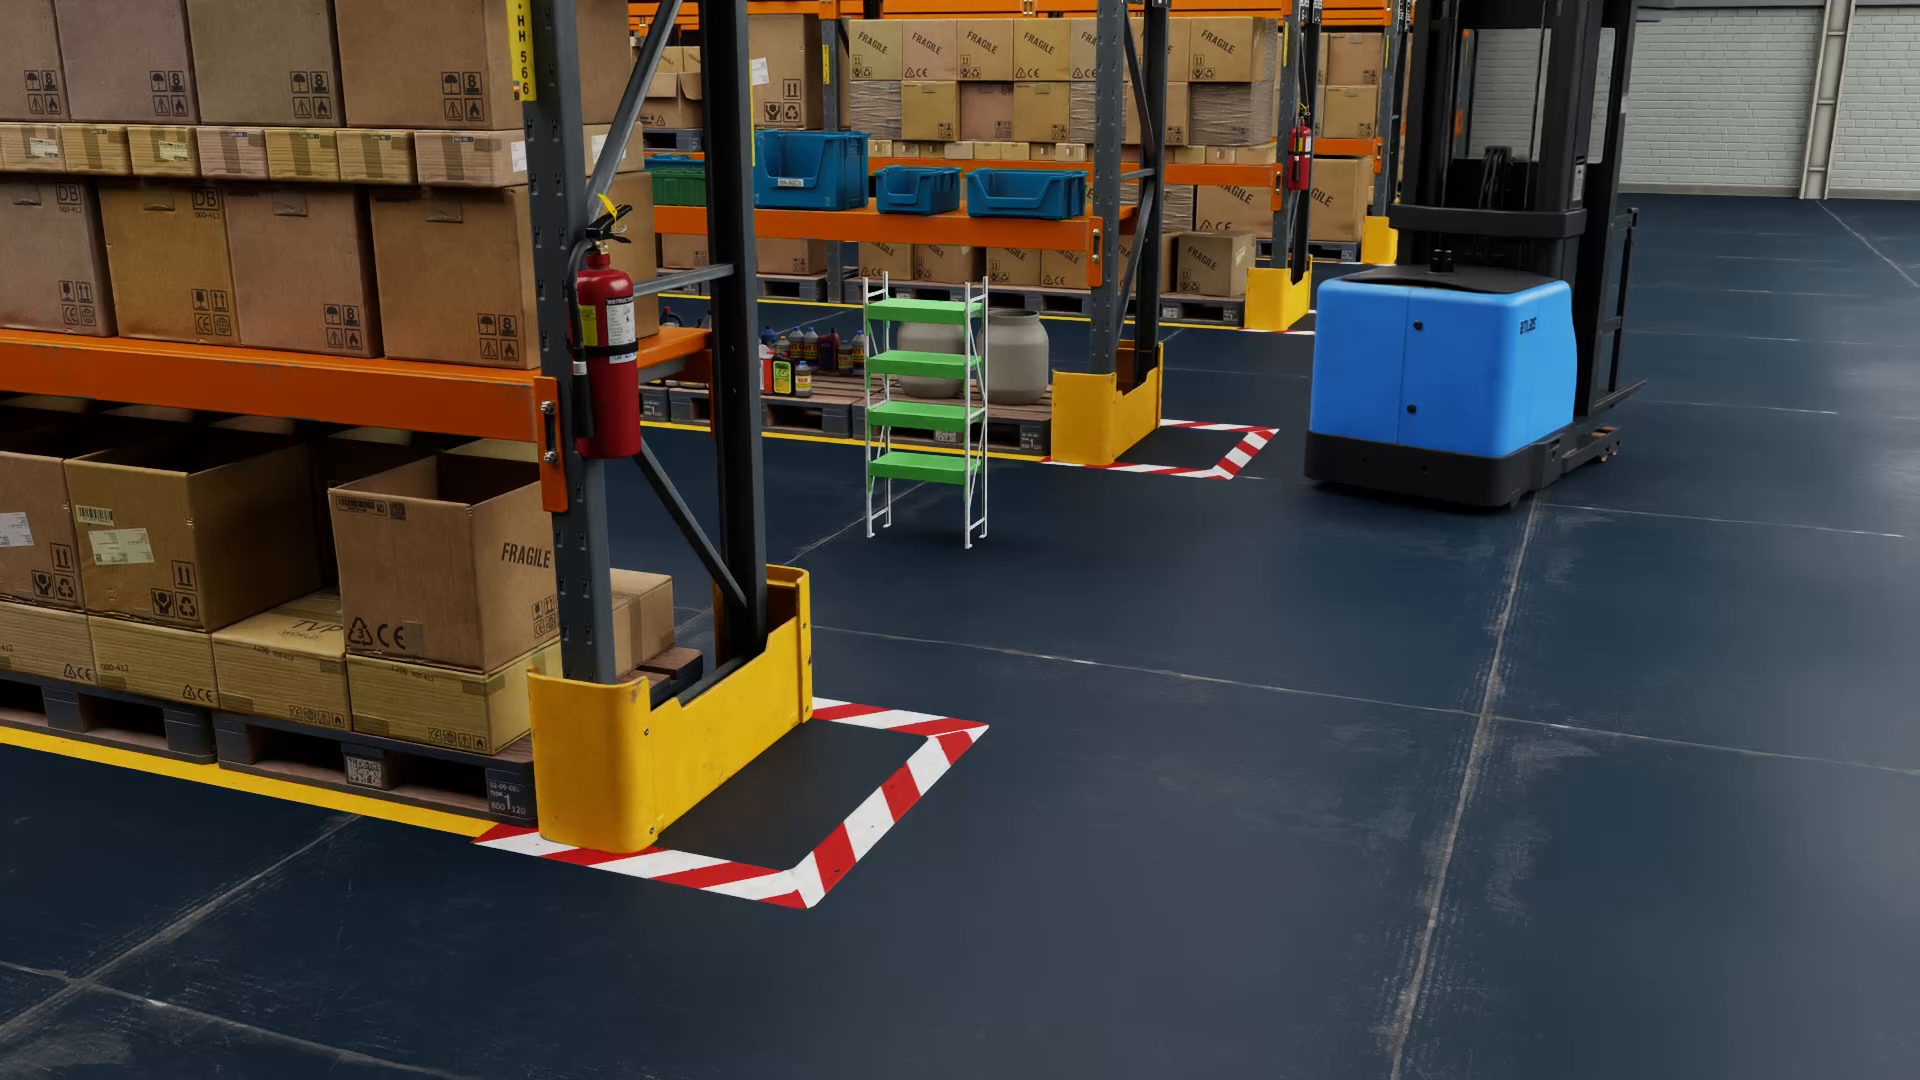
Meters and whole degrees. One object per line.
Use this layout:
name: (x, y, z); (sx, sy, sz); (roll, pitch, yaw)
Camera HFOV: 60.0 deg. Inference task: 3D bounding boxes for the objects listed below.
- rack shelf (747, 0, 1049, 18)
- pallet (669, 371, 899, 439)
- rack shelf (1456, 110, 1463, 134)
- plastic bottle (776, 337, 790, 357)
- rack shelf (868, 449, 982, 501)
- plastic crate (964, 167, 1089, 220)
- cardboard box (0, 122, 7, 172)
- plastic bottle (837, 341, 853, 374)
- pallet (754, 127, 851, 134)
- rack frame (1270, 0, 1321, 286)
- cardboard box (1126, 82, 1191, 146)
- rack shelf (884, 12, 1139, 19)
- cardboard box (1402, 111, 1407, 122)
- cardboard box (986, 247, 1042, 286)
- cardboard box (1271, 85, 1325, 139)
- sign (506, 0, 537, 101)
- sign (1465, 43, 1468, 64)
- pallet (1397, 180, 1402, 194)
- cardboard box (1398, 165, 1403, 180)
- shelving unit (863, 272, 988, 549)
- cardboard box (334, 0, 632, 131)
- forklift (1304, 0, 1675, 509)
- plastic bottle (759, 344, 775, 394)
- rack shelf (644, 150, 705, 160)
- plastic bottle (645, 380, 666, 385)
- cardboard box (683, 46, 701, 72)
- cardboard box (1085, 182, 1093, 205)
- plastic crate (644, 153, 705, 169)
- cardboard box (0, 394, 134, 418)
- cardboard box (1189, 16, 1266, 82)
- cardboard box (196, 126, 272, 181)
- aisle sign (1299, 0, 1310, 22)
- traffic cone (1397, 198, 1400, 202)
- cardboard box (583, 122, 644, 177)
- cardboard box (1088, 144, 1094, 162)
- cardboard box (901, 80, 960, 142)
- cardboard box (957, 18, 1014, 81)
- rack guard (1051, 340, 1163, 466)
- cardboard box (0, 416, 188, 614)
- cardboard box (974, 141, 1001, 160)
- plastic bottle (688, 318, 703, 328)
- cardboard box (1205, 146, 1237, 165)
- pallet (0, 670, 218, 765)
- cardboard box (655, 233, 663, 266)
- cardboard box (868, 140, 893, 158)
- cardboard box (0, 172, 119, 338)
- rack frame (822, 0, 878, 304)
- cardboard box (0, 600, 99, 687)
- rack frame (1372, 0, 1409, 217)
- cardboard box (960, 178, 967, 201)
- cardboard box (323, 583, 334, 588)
rack shelf: (-0.906, -6.281, 19.841); (4.000, 0.370, 1.077); (6, 17, 21)
pallet: (-1.029, -0.878, 10.320); (1.213, 0.211, 1.003); (6, 17, 21)
rack shelf: (6.355, -7.014, 27.743); (4.000, 0.370, 1.077); (6, 17, 21)
plastic bottle: (-1.132, -1.201, 10.661); (0.097, 0.201, 0.097); (0, 16, 0)
rack shelf: (-0.154, -0.301, 7.649); (0.480, 0.148, 0.258); (6, 17, 21)
plastic crate: (0.369, -1.914, 9.154); (0.616, 0.251, 0.499); (6, 17, 21)
cardboard box: (-2.977, -1.261, 5.295); (0.250, 0.149, 0.380); (6, 17, 20)
plastic bottle: (-0.724, -1.156, 10.507); (0.097, 0.201, 0.097); (0, 16, 0)
pallet: (-1.617, -3.730, 15.484); (1.213, 0.211, 1.003); (6, 17, 21)
rack frame: (2.761, -3.297, 13.649); (0.127, 3.000, 1.000); (6, 17, 21)
cardboard box: (1.751, -3.571, 13.881); (0.500, 0.500, 0.875); (6, 17, 21)
rack shelf: (0.816, -7.576, 24.298); (4.000, 0.370, 1.077); (6, 17, 21)
cardboard box: (5.971, -5.729, 22.478); (0.250, 0.149, 0.380); (7, 18, 22)
cardboard box: (0.540, -2.556, 14.828); (0.500, 0.500, 0.500); (5, 17, 16)
cardboard box: (3.794, -4.721, 18.288); (0.550, 0.550, 0.875); (6, 17, 21)
sign: (-1.089, -1.258, 4.126); (0.005, 0.325, 0.100); (6, 17, 21)
sign: (8.003, -7.685, 26.264); (0.005, 0.325, 0.100); (6, 17, 21)
pallet: (7.489, -5.883, 27.559); (1.213, 0.211, 1.003); (6, 17, 21)
cardboard box: (7.203, -6.055, 27.330); (0.500, 0.250, 0.500); (6, 17, 21)
shelving unit: (-0.154, -0.593, 7.565); (0.503, 1.200, 0.258); (6, 17, 21)
cardboard box: (-1.356, -1.455, 4.800); (0.500, 0.500, 0.700); (6, 17, 21)
forklift: (3.066, -1.910, 8.996); (1.130, 2.935, 3.031); (12, 20, 36)
plastic bottle: (-1.150, -1.022, 9.911); (0.135, 0.276, 0.152); (6, 17, 21)
rack shelf: (-2.820, -3.565, 15.863); (4.000, 0.370, 1.077); (6, 17, 21)
plastic bottle: (-1.864, -1.091, 10.134); (0.133, 0.283, 0.061); (7, 18, 23)
cardboard box: (-3.978, -7.458, 26.011); (0.500, 0.500, 0.500); (6, 17, 20)
cardboard box: (1.514, -4.081, 19.407); (0.875, 0.875, 0.875); (7, 17, 21)
plastic crate: (-1.648, -2.307, 10.507); (0.616, 0.251, 0.499); (6, 17, 21)
cardboard box: (-3.159, -0.283, 6.102); (0.500, 0.500, 0.500); (6, 17, 21)
cardboard box: (2.159, -3.960, 13.427); (0.500, 0.500, 0.500); (6, 17, 21)
cardboard box: (-2.017, -1.156, 4.932); (0.250, 0.149, 0.380); (7, 17, 21)
aisle sign: (2.709, -4.461, 12.997); (0.004, 0.787, 0.394); (6, 17, 21)
traffic cone: (5.433, -4.035, 20.743); (0.334, 0.463, 0.336); (6, 17, 21)
cardboard box: (-1.163, -1.183, 5.027); (0.250, 0.149, 0.380); (6, 17, 20)
cardboard box: (1.252, -3.275, 14.026); (0.250, 0.149, 0.380); (6, 17, 21)
cardboard box: (-0.111, -3.774, 14.582); (0.500, 0.500, 0.875); (6, 17, 21)
cardboard box: (0.296, -4.163, 14.126); (0.500, 0.500, 0.500); (6, 17, 21)
rack guard: (0.856, -0.807, 9.557); (0.348, 0.500, 1.175); (6, 17, 21)
cardboard box: (-2.885, -0.097, 5.460); (0.500, 0.500, 0.500); (6, 17, 21)
cardboard box: (0.302, -3.364, 14.330); (0.250, 0.149, 0.380); (6, 17, 21)
plastic bottle: (-1.727, -1.311, 10.894); (0.133, 0.283, 0.061); (8, 18, 24)
cardboard box: (2.188, -3.177, 13.689); (0.250, 0.149, 0.380); (6, 17, 21)
pallet: (-2.735, 0.419, 5.852); (1.213, 0.211, 1.003); (6, 17, 21)
cardboard box: (-2.999, -2.953, 16.159); (0.500, 0.500, 0.700); (8, 18, 25)
cardboard box: (-0.642, -3.456, 14.649); (0.250, 0.149, 0.380); (6, 17, 21)
cardboard box: (-2.748, -0.984, 5.505); (0.500, 0.500, 0.700); (7, 18, 22)
rack frame: (-0.960, -3.706, 15.058); (0.127, 3.000, 1.000); (6, 17, 21)
cardboard box: (-2.884, 0.262, 5.568); (0.500, 0.250, 0.500); (6, 17, 21)
rack frame: (4.675, -4.573, 18.044); (0.127, 3.000, 1.000); (6, 17, 21)
cardboard box: (0.344, -4.143, 19.847); (0.750, 0.750, 1.050); (6, 17, 20)
cardboard box: (-2.225, 0.177, 5.862); (0.500, 0.250, 0.500); (6, 17, 21)
